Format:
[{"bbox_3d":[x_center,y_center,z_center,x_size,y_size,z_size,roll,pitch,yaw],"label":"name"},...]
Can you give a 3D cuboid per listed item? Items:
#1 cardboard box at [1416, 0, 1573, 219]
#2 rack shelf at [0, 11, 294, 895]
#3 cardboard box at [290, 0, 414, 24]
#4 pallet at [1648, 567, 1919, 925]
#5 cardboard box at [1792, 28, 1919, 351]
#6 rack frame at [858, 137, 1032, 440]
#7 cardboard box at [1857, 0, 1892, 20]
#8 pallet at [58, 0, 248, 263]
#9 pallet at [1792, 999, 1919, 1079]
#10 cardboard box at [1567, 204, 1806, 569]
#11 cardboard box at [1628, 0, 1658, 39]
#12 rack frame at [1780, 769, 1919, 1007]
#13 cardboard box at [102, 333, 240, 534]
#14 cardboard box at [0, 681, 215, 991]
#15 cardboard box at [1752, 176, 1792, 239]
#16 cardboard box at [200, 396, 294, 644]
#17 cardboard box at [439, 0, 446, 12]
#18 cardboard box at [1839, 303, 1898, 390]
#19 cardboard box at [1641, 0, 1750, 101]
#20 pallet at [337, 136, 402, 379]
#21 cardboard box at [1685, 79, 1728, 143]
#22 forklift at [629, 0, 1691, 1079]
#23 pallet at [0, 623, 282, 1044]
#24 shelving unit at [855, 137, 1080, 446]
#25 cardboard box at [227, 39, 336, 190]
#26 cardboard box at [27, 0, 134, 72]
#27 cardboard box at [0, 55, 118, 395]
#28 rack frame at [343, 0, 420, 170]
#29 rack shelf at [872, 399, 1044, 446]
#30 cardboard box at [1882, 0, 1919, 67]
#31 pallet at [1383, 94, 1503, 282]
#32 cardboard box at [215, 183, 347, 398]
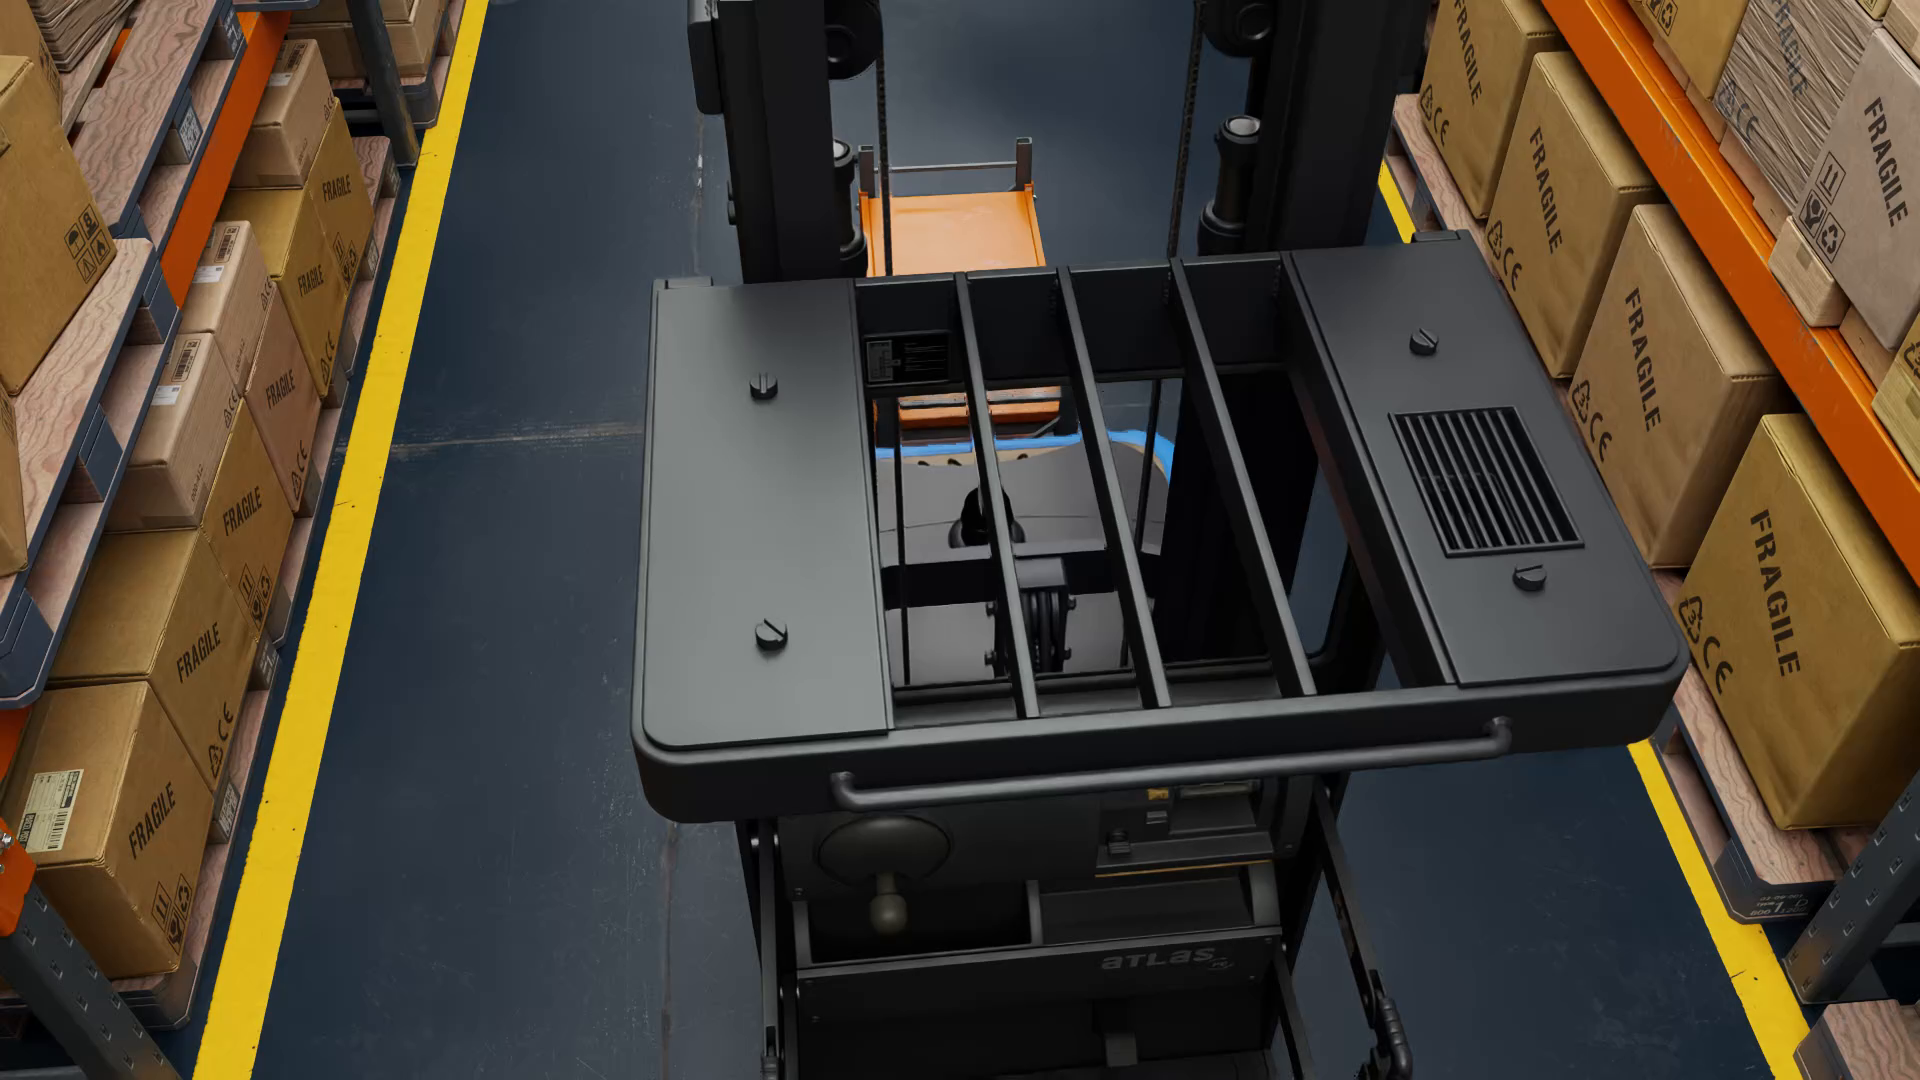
[{"bbox_3d":[2.186,-1.702,5.987,0.750,0.750,0.750,-4,47,-4],"label":"cardboard box"},{"bbox_3d":[-2.513,-0.839,4.474,1.077,0.370,4.000,-3,47,-3],"label":"rack shelf"},{"bbox_3d":[-2.432,-2.321,6.601,0.500,0.311,0.500,-2,47,-2],"label":"cardboard box"},{"bbox_3d":[2.450,0.462,4.667,1.003,0.211,1.213,-3,47,-3],"label":"pallet"},{"bbox_3d":[2.248,-0.773,3.629,0.500,0.500,0.500,-3,47,-3],"label":"cardboard box"},{"bbox_3d":[-0.042,-0.750,5.185,0.500,1.125,0.032,-3,47,-3],"label":"rack frame"},{"bbox_3d":[2.220,-1.406,3.712,0.500,0.250,0.500,-3,47,-3],"label":"cardboard box"},{"bbox_3d":[-2.513,-1.060,4.320,1.003,0.211,1.213,-3,47,-3],"label":"pallet"},{"bbox_3d":[2.576,1.571,3.617,1.003,0.211,1.213,-3,47,-3],"label":"pallet"},{"bbox_3d":[2.329,-0.453,4.805,0.750,0.750,0.750,-2,47,-2],"label":"cardboard box"},{"bbox_3d":[2.188,-1.576,4.836,0.380,0.149,0.250,-3,47,-3],"label":"cardboard box"},{"bbox_3d":[2.590,0.057,3.130,1.000,3.000,0.127,-3,47,-3],"label":"rack frame"},{"bbox_3d":[-2.227,-0.277,4.348,0.500,0.250,0.500,-3,47,-3],"label":"cardboard box"},{"bbox_3d":[-2.143,0.705,3.935,0.500,0.500,0.500,-5,47,-5],"label":"cardboard box"},{"bbox_3d":[2.223,-0.830,4.130,0.380,0.149,0.250,-3,47,-3],"label":"cardboard box"},{"bbox_3d":[-2.234,-0.043,4.643,0.500,0.500,0.500,-3,47,-3],"label":"cardboard box"},{"bbox_3d":[-2.475,-2.492,7.149,0.500,0.250,0.500,-5,47,-4],"label":"cardboard box"},{"bbox_3d":[2.258,-0.462,3.781,0.380,0.149,0.250,-2,47,-2],"label":"cardboard box"},{"bbox_3d":[2.167,-1.498,4.316,0.500,0.500,0.500,-2,47,-2],"label":"cardboard box"},{"bbox_3d":[-2.656,-1.032,6.082,1.003,0.211,1.213,-3,47,-3],"label":"pallet"},{"bbox_3d":[2.206,-1.205,4.485,0.380,0.149,0.250,-2,47,-2],"label":"cardboard box"},{"bbox_3d":[0.172,0.552,2.708,1.130,2.935,3.031,-4,47,-4],"label":"forklift"},{"bbox_3d":[-2.452,0.734,4.410,1.003,0.211,1.213,-3,47,-3],"label":"pallet"},{"bbox_3d":[0.001,-0.382,4.837,0.538,1.125,1.048,-3,47,-3],"label":"shelving unit"},{"bbox_3d":[-2.360,-1.380,5.393,0.500,0.250,0.500,-2,47,-2],"label":"cardboard box"},{"bbox_3d":[-2.629,-1.590,4.331,0.700,0.500,0.500,4,47,4],"label":"cardboard box"},{"bbox_3d":[-2.283,-0.668,3.458,0.700,0.500,0.500,3,47,3],"label":"cardboard box"},{"bbox_3d":[-2.681,-2.533,5.583,1.000,3.000,0.127,-3,47,-3],"label":"rack frame"},{"bbox_3d":[0.001,-0.214,5.014,0.538,0.278,1.000,-3,47,-3],"label":"rack shelf"},{"bbox_3d":[2.263,-1.037,3.362,0.500,0.250,0.500,-3,47,-2],"label":"cardboard box"},{"bbox_3d":[2.246,-1.303,6.339,1.003,0.211,1.213,-3,47,-3],"label":"pallet"},{"bbox_3d":[-2.325,-0.788,5.349,0.500,0.500,0.500,-5,47,-5],"label":"cardboard box"}]
